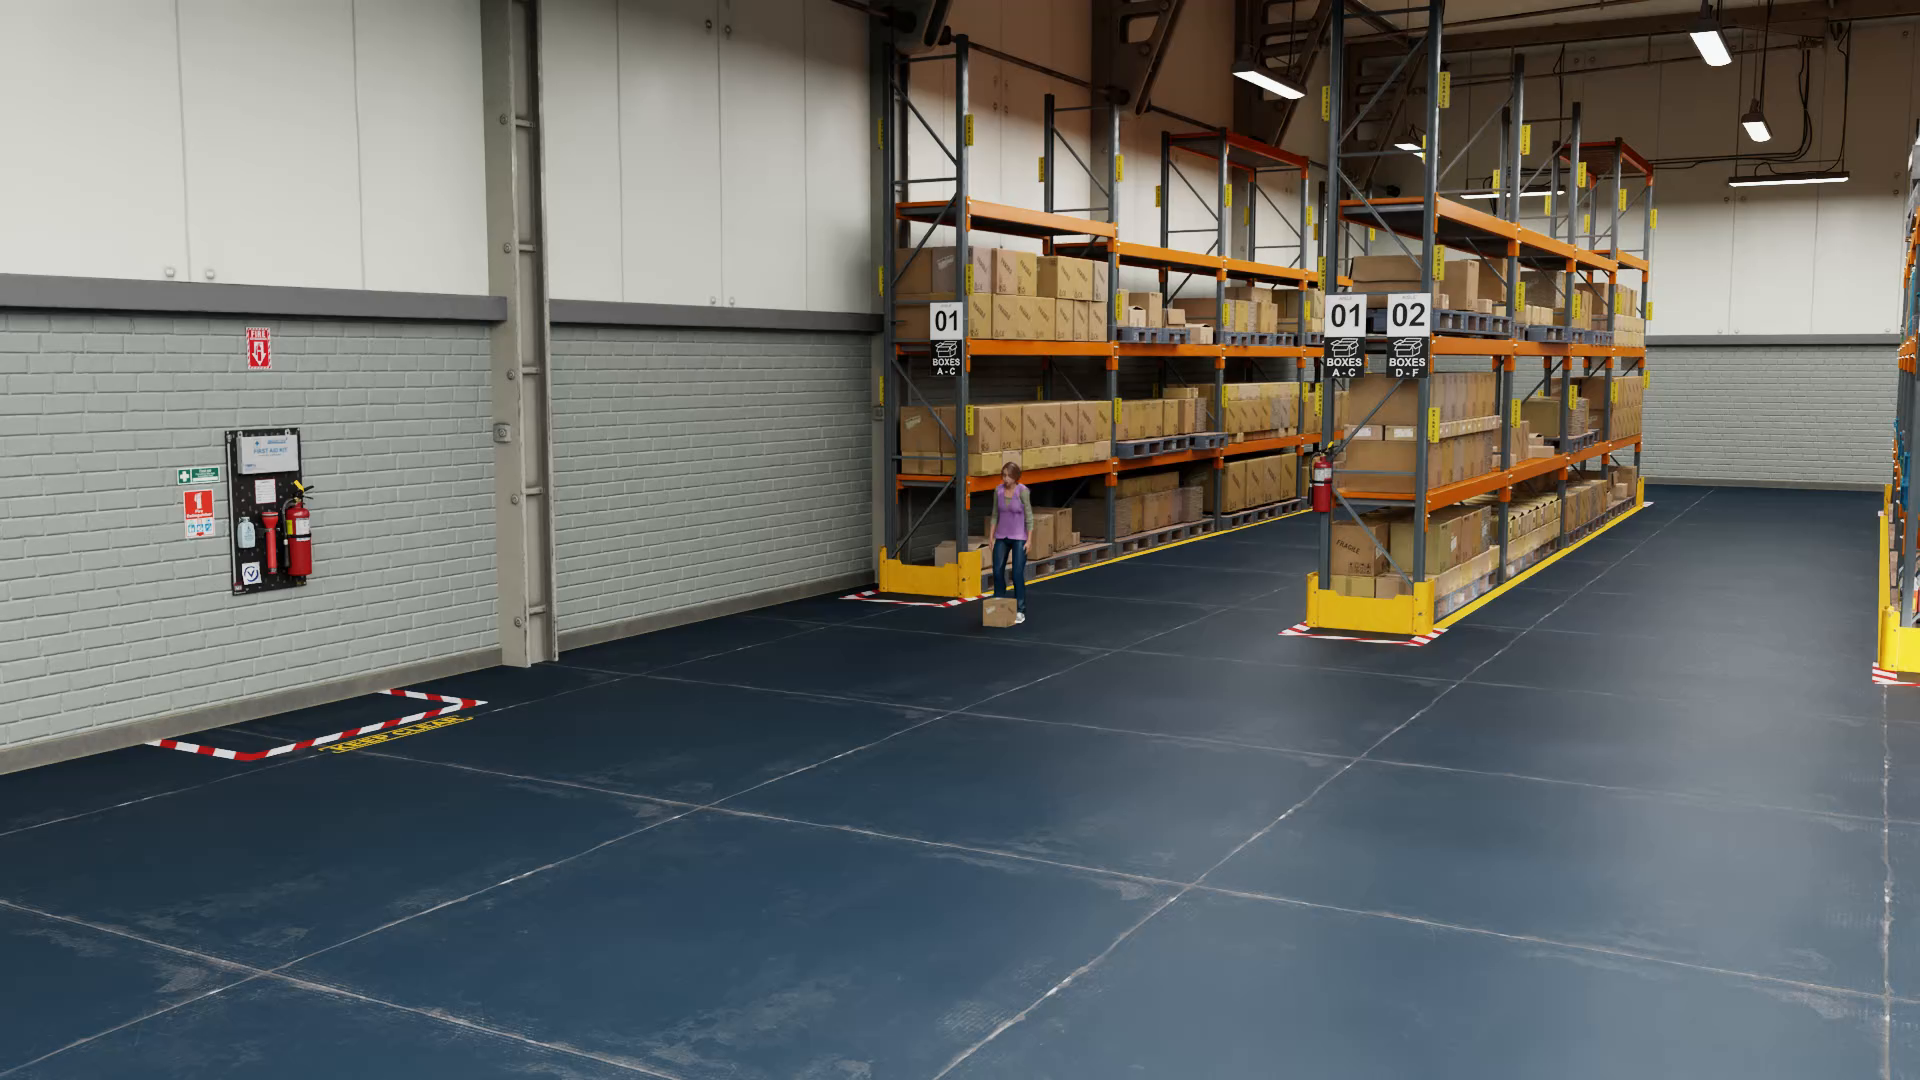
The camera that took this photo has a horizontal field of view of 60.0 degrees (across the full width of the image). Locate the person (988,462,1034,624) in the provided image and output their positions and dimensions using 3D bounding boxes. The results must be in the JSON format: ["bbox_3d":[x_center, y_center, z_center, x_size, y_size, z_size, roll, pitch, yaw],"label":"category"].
[{"bbox_3d":[0.497,0.019,16.403,0.474,1.591,0.346,3,7,25],"label":"person"}]
